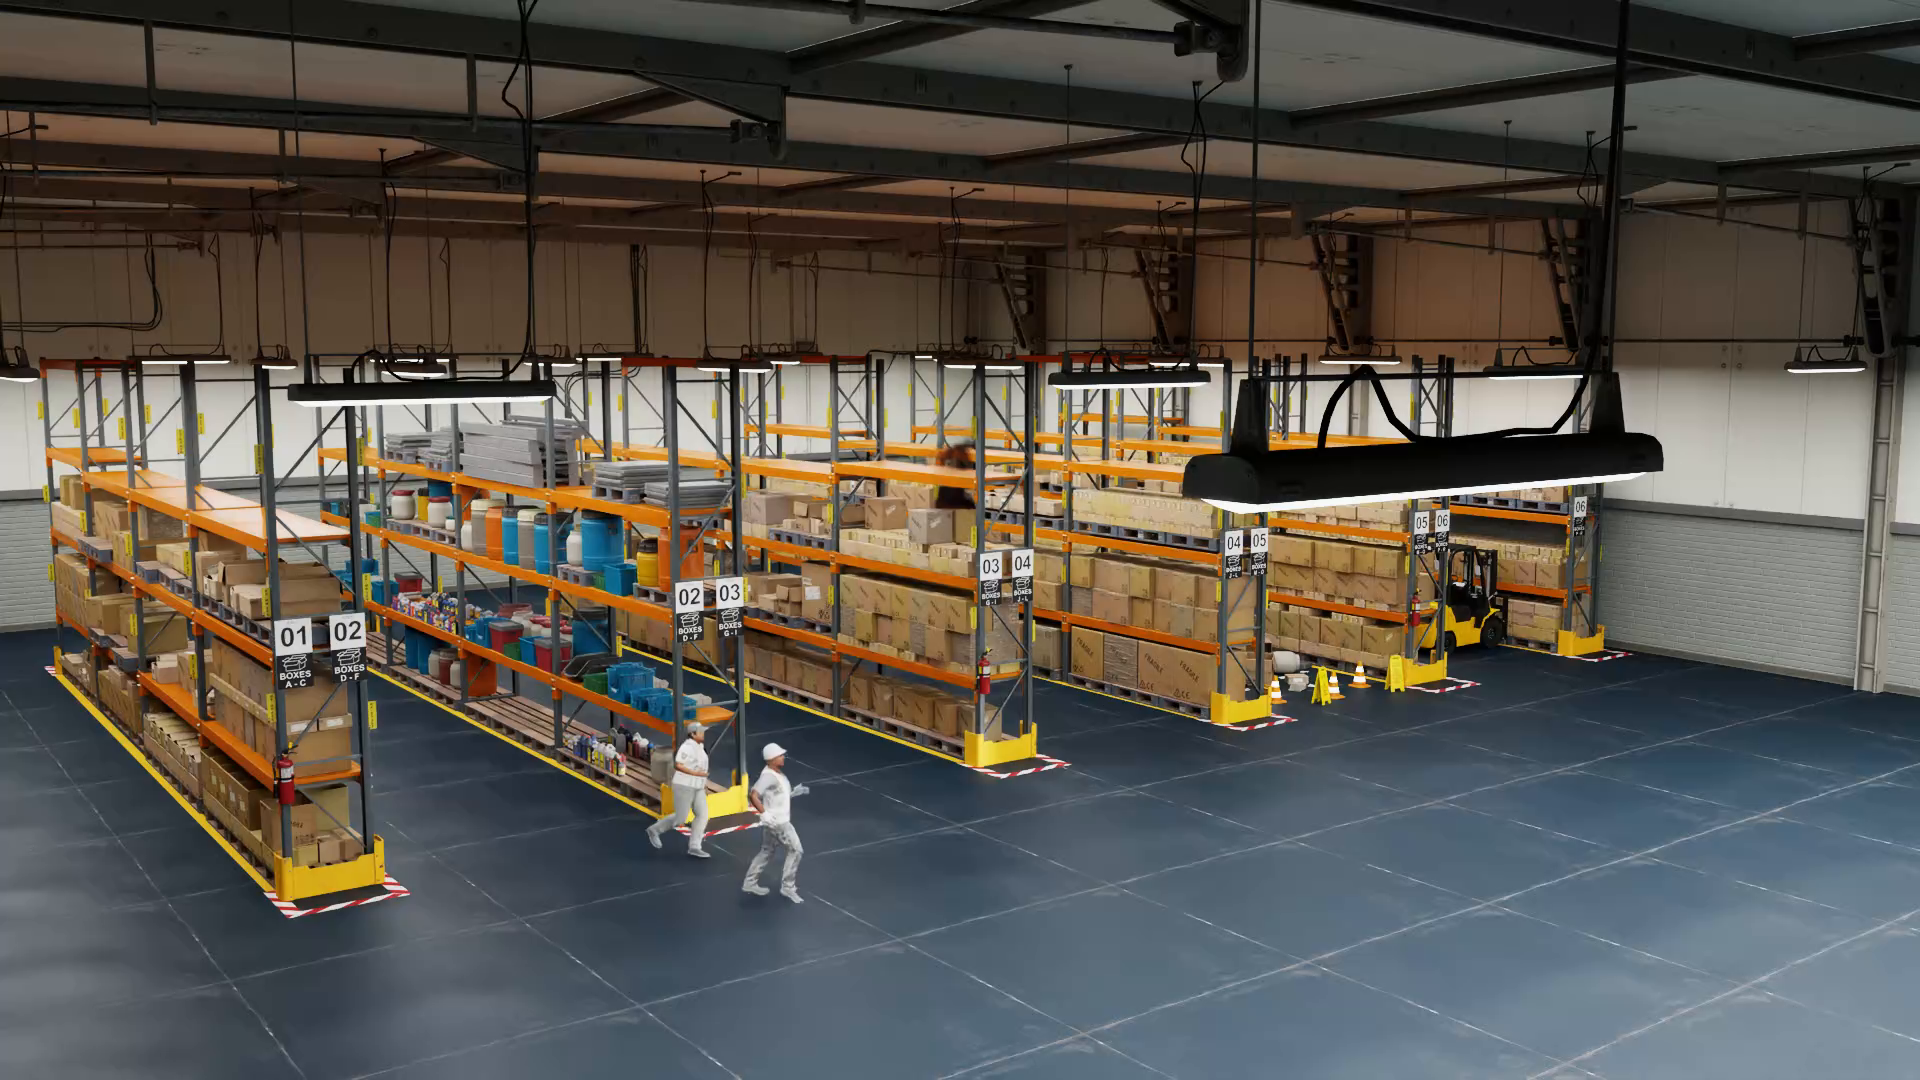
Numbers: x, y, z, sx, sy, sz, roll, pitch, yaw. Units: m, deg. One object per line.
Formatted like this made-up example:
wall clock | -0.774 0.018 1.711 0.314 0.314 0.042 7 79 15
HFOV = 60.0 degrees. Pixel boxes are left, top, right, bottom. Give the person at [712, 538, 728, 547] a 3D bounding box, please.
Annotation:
person | -5.931 0.600 40.658 0.686 1.762 0.645 3 8 27

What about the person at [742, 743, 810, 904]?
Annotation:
person | -2.076 3.200 18.760 0.775 1.840 0.664 -1 7 -11

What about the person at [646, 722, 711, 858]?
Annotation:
person | -3.400 3.071 20.668 0.851 1.623 0.658 2 7 19
